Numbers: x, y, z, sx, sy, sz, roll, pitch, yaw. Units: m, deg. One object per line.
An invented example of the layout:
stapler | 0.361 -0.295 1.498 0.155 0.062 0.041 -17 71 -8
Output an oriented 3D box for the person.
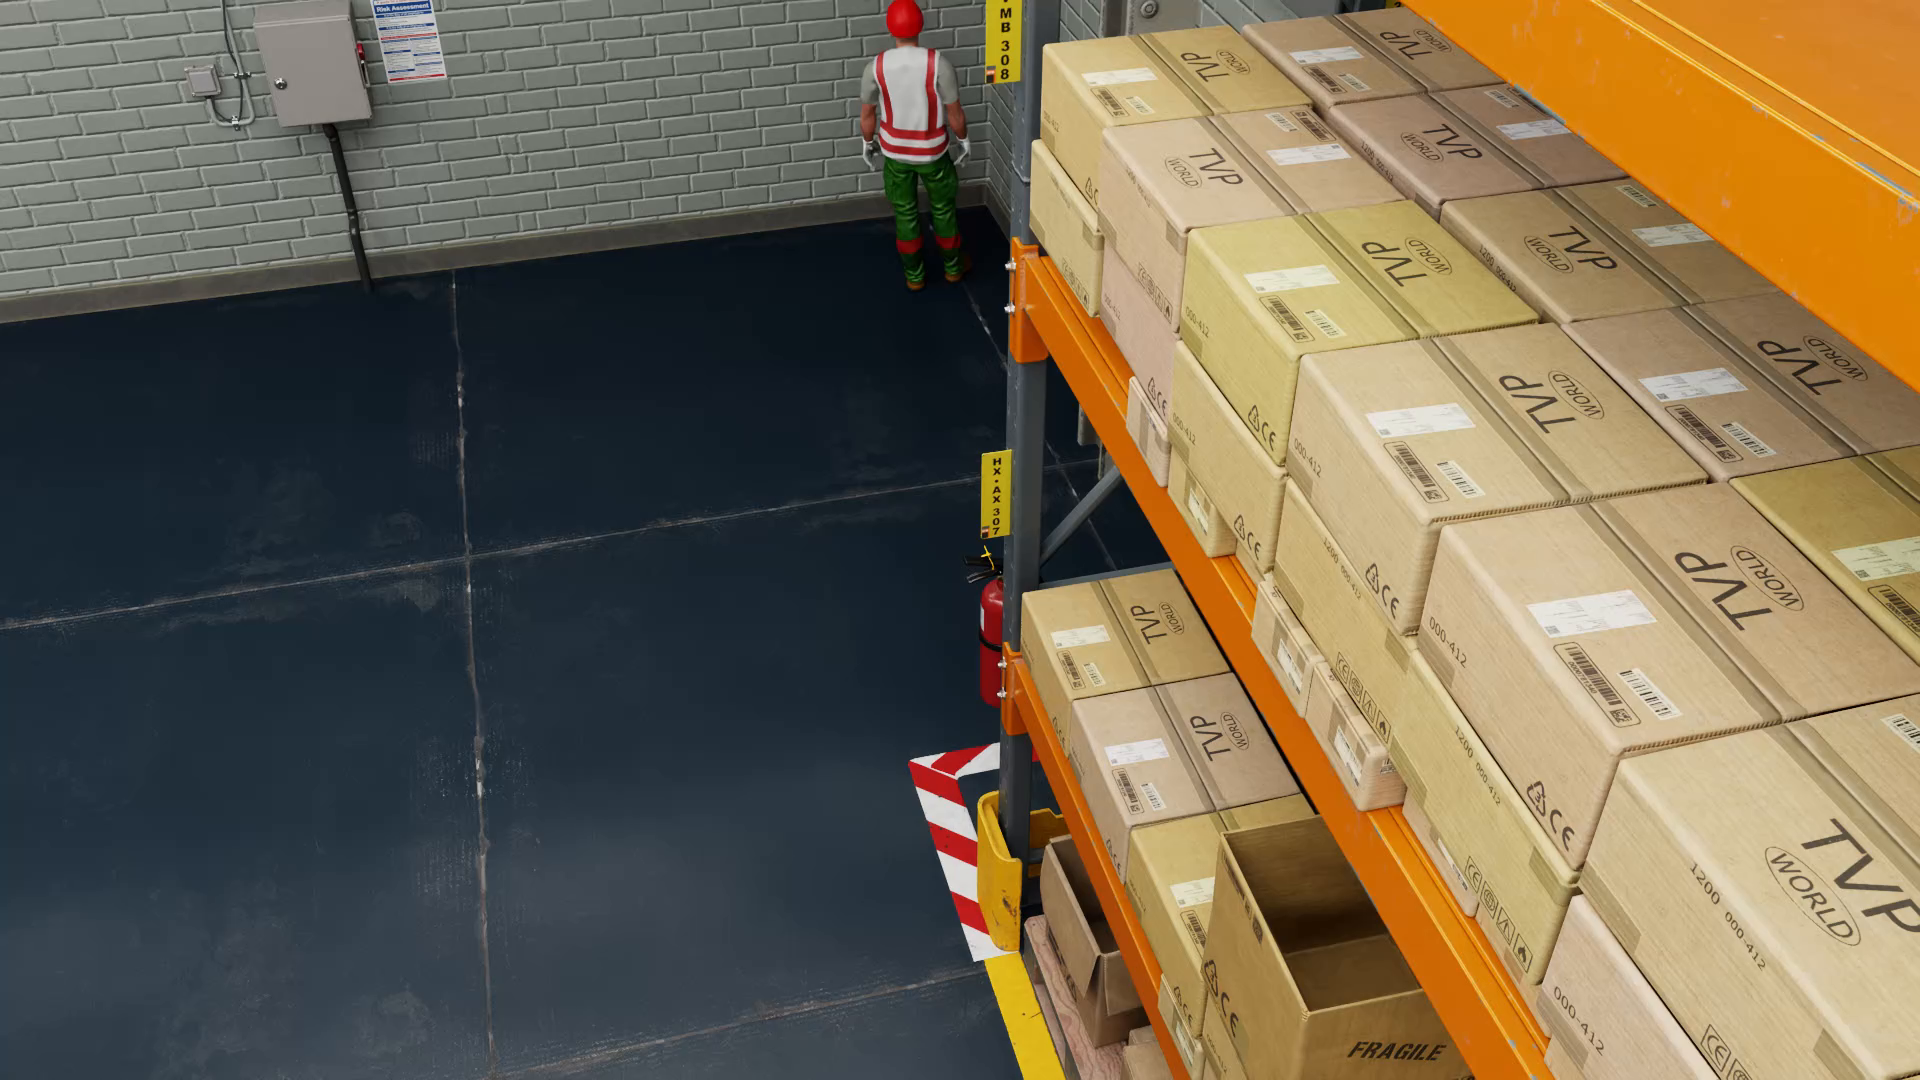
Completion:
person | -0.244 -2.299 9.637 0.633 1.789 0.557 3 38 4
